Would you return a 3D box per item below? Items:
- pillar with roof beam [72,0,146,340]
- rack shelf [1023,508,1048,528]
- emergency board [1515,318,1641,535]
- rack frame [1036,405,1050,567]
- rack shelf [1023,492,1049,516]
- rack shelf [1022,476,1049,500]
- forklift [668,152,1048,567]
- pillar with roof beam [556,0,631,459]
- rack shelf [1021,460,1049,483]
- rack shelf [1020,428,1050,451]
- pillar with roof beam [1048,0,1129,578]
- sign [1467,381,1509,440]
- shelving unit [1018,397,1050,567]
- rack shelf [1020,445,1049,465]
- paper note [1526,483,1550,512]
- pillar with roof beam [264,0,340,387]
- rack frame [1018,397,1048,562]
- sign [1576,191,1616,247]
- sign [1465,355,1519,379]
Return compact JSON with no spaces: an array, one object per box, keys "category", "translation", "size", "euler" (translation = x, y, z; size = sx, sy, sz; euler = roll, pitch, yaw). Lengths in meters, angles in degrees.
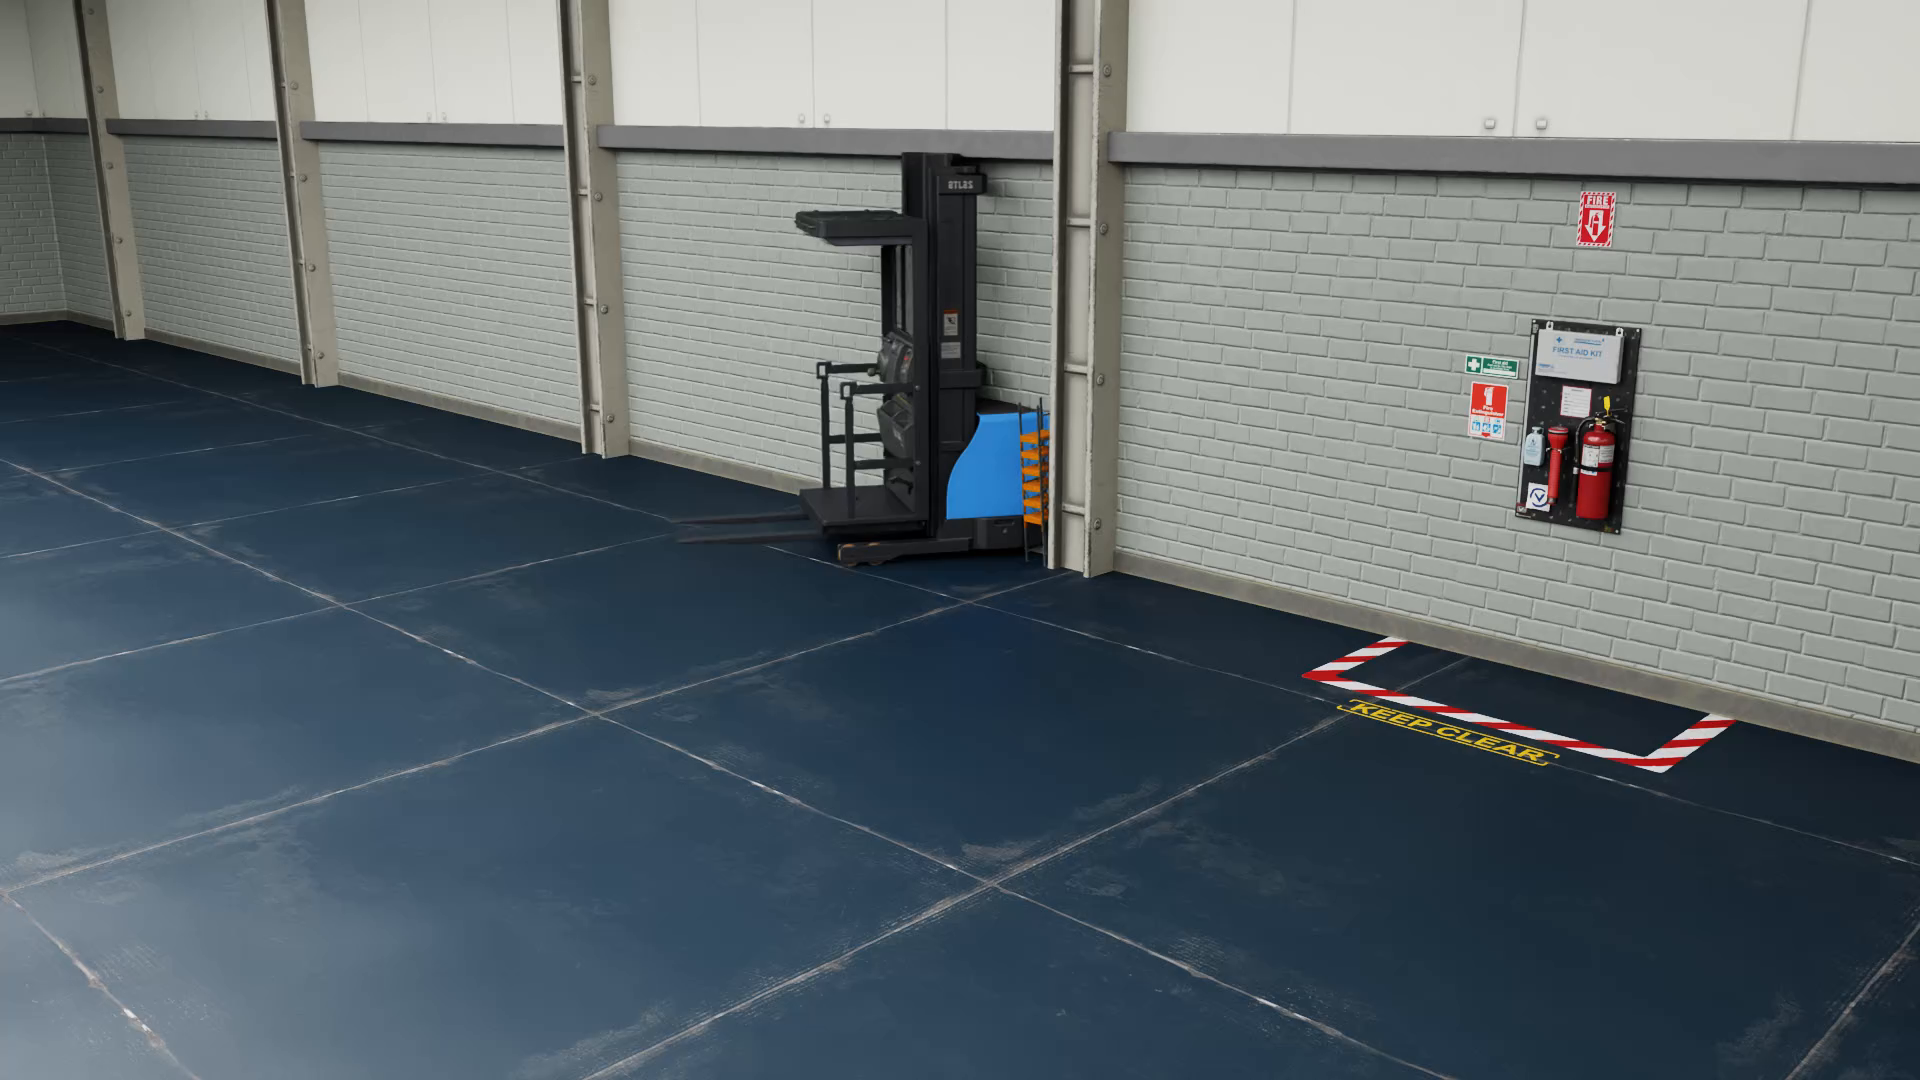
[{"category":"pillar with roof beam","translation":[-15.060,-6.515,20.090],"size":[0.400,9.000,9.100],"euler":[14,20,42]},{"category":"rack shelf","translation":[0.621,-0.151,12.222],"size":[0.258,0.103,0.180],"euler":[-18,21,-40]},{"category":"emergency board","translation":[3.453,-0.633,9.411],"size":[0.643,1.169,0.194],"euler":[14,20,42]},{"category":"rack frame","translation":[0.668,-0.409,12.079],"size":[0.240,1.200,0.006],"euler":[-18,21,-40]},{"category":"rack shelf","translation":[0.615,-0.266,12.189],"size":[0.258,0.103,0.180],"euler":[-18,21,-40]},{"category":"rack shelf","translation":[0.608,-0.381,12.156],"size":[0.258,0.103,0.180],"euler":[-18,21,-40]},{"category":"forklift","translation":[-0.665,-1.366,12.363],"size":[3.031,2.935,1.130],"euler":[-4,15,-14]},{"category":"pillar with roof beam","translation":[-6.421,-4.415,12.030],"size":[0.400,9.000,9.100],"euler":[14,20,42]},{"category":"rack shelf","translation":[0.601,-0.497,12.123],"size":[0.258,0.103,0.180],"euler":[-18,21,-40]},{"category":"rack shelf","translation":[0.587,-0.727,12.057],"size":[0.258,0.103,0.180],"euler":[-18,21,-40]},{"category":"pillar with roof beam","translation":[-2.102,-3.365,8.000],"size":[0.400,9.000,9.100],"euler":[14,20,42]},{"category":"sign","translation":[3.127,-0.766,9.850],"size":[0.234,0.329,0.001],"euler":[14,20,42]},{"category":"shelving unit","translation":[0.605,-0.424,12.144],"size":[0.258,1.200,0.189],"euler":[-18,21,-40]},{"category":"rack shelf","translation":[0.594,-0.612,12.090],"size":[0.258,0.103,0.180],"euler":[-18,21,-40]},{"category":"paper note","translation":[3.374,-0.250,9.690],"size":[0.142,0.148,0.016],"euler":[14,20,42]},{"category":"pillar with roof beam","translation":[-10.740,-5.465,16.060],"size":[0.400,9.000,9.100],"euler":[14,20,42]},{"category":"rack frame","translation":[0.542,-0.439,12.208],"size":[0.240,1.200,0.006],"euler":[-18,21,-40]},{"category":"sign","translation":[3.516,-1.774,9.194],"size":[0.199,0.298,0.001],"euler":[14,20,42]},{"category":"sign","translation":[3.124,-1.020,9.774],"size":[0.331,0.109,0.001],"euler":[14,20,42]}]
